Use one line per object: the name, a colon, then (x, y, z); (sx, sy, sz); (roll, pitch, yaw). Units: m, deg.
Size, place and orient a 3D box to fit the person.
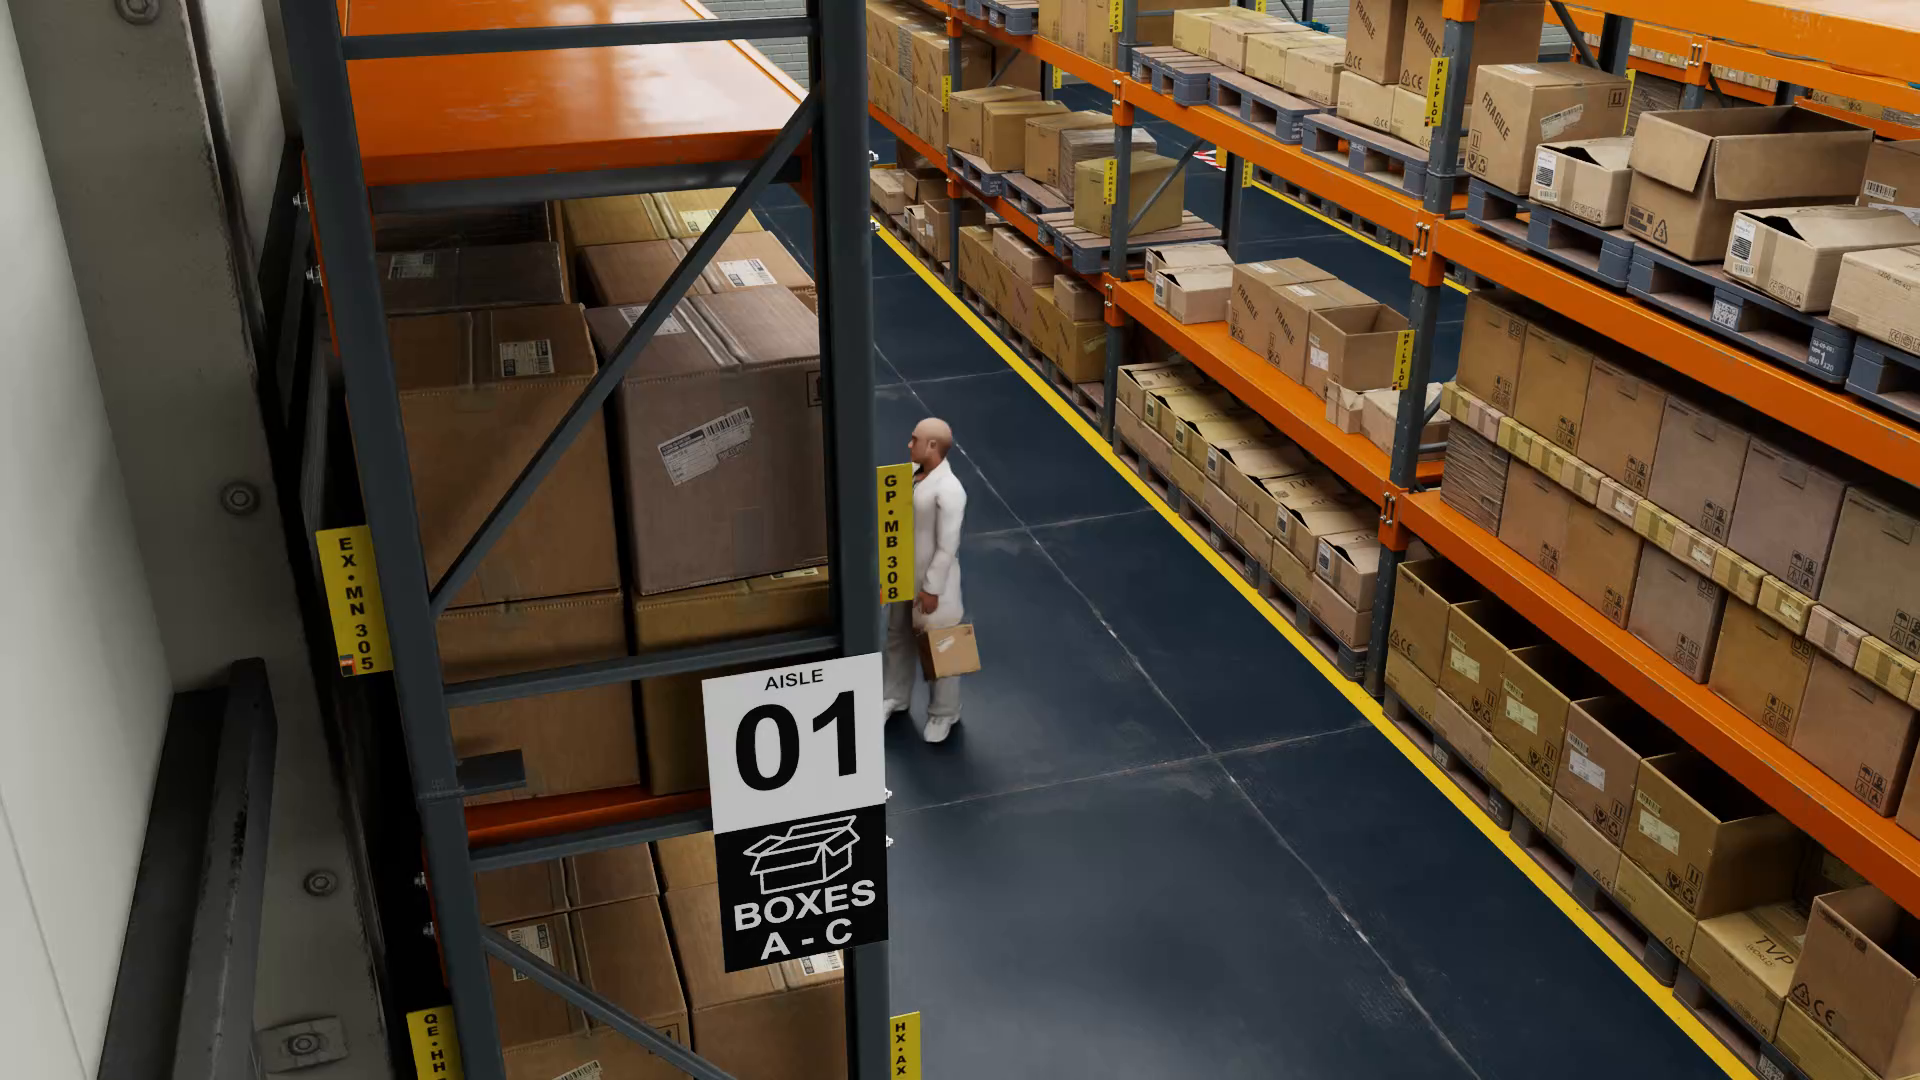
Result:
person: (-0.257, 0.226, 8.878); (0.568, 1.782, 0.582); (-14, 29, -26)
